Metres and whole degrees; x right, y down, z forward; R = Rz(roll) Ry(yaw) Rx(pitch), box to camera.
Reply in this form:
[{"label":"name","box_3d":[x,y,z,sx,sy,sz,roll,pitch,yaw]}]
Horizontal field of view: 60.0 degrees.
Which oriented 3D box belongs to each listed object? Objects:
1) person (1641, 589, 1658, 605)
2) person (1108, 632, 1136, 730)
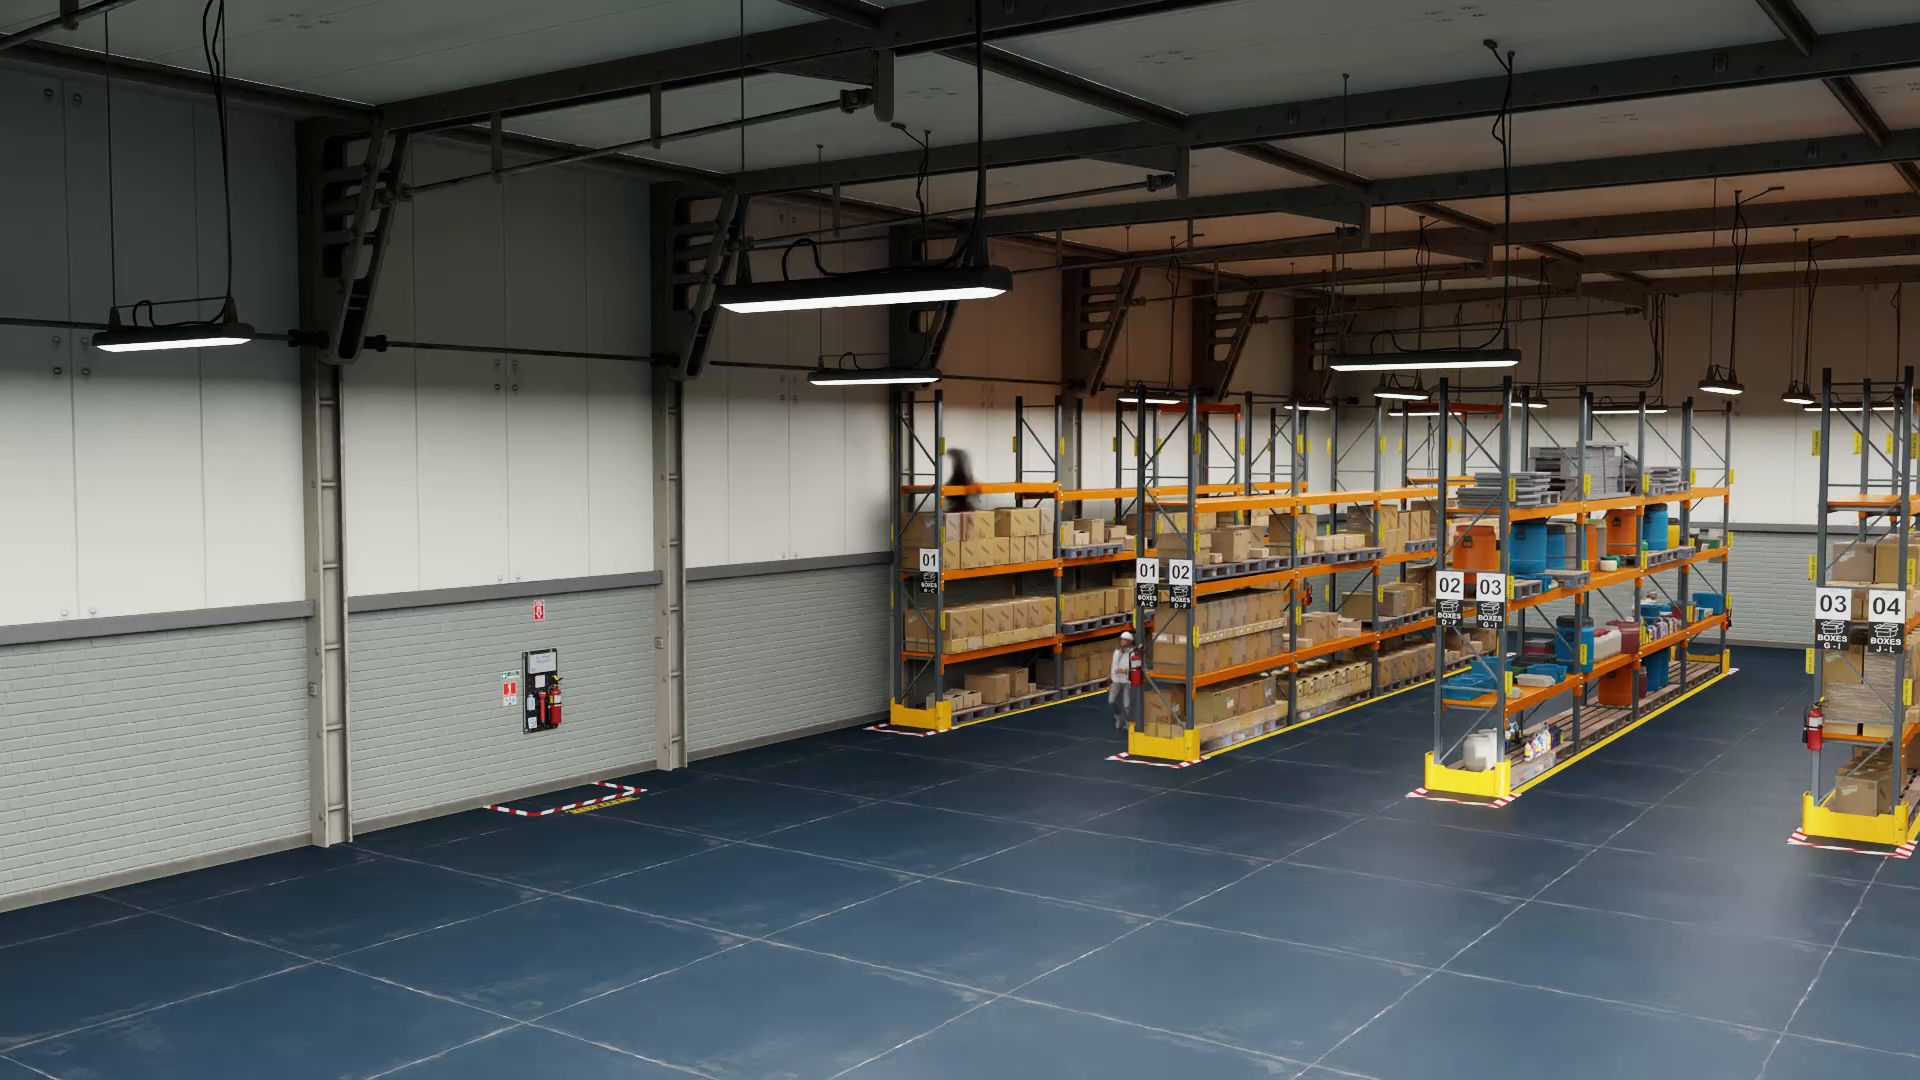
[{"label":"person","box_3d":[16.433,1.959,39.787,0.712,1.591,0.521,-2,4,-36]},{"label":"person","box_3d":[2.847,2.476,29.141,0.630,1.730,0.649,2,4,31]}]
